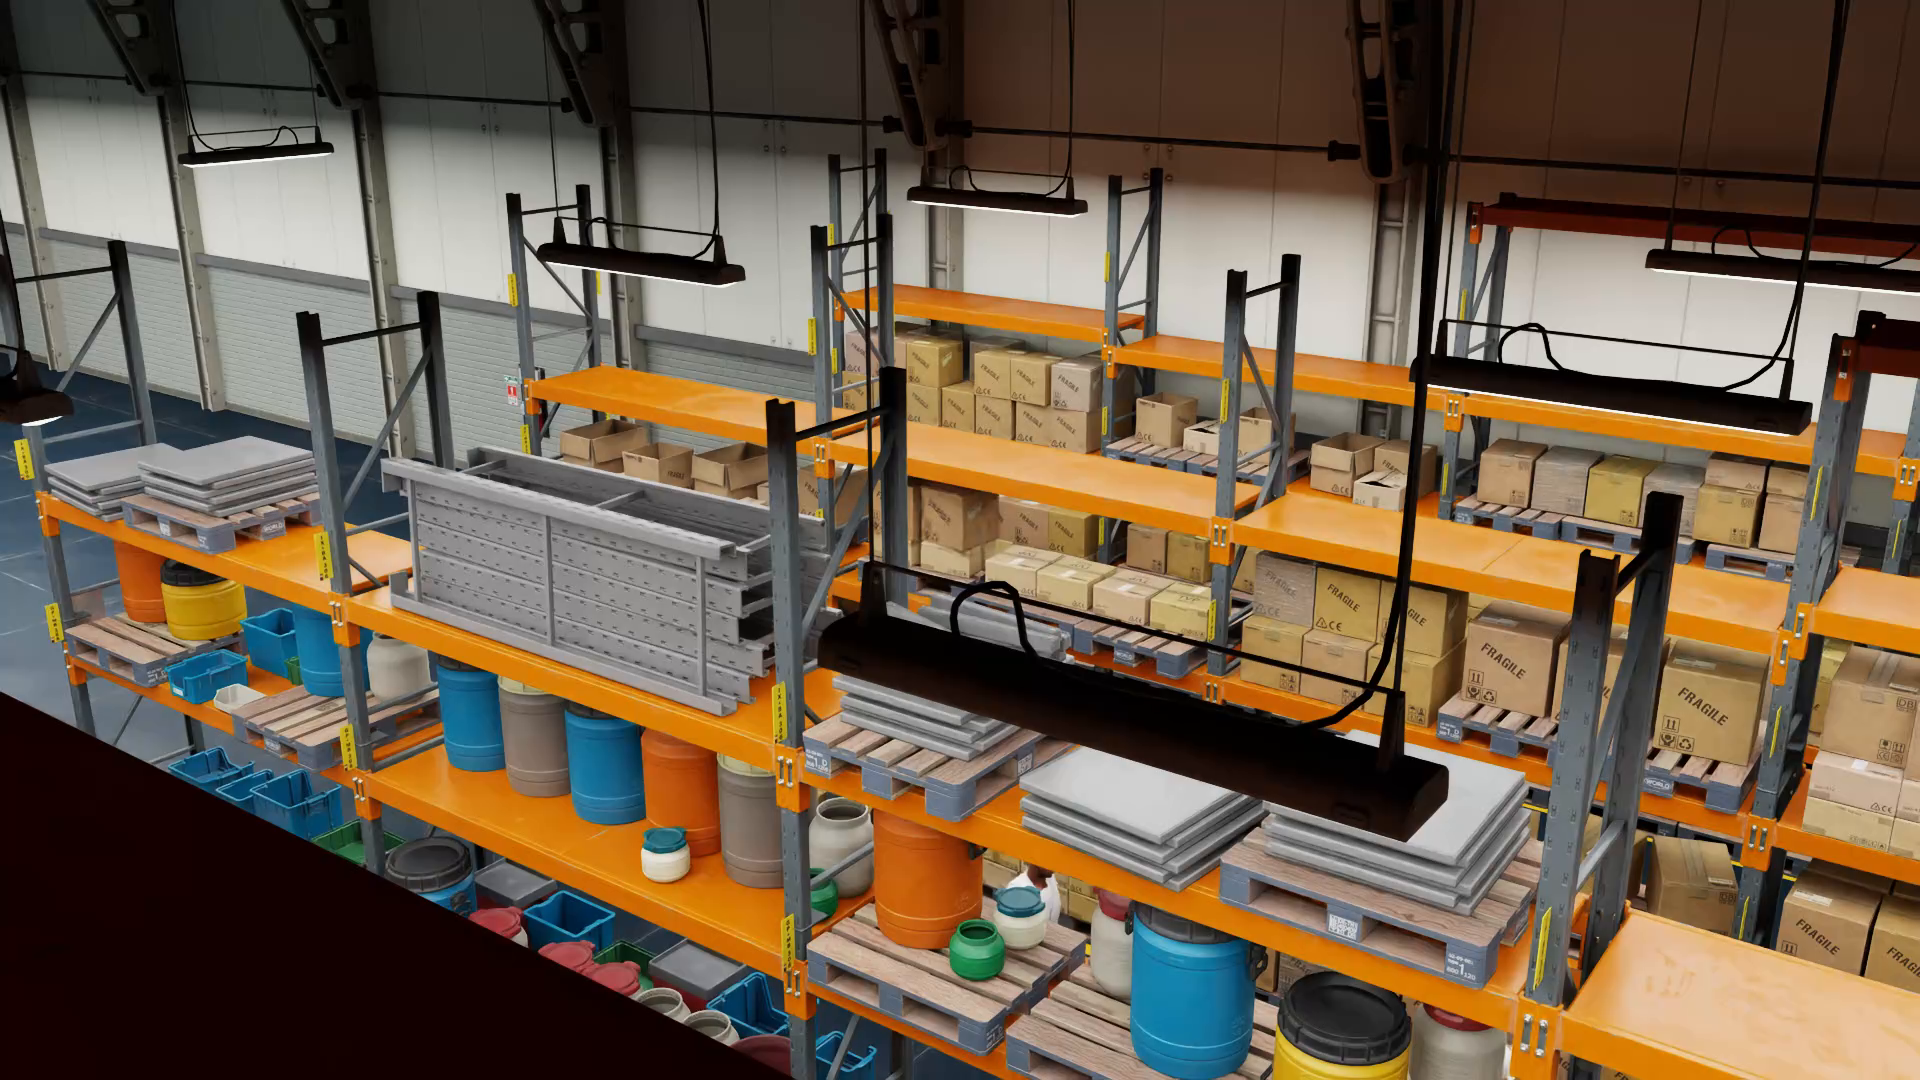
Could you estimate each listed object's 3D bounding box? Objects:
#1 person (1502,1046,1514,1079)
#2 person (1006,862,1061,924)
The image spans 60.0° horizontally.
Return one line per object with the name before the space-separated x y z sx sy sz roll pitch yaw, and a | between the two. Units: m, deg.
person | 3.288 3.938 10.608 1.090 1.713 0.525 8 20 24
person | 0.507 3.138 12.962 0.504 1.764 0.593 14 23 36
